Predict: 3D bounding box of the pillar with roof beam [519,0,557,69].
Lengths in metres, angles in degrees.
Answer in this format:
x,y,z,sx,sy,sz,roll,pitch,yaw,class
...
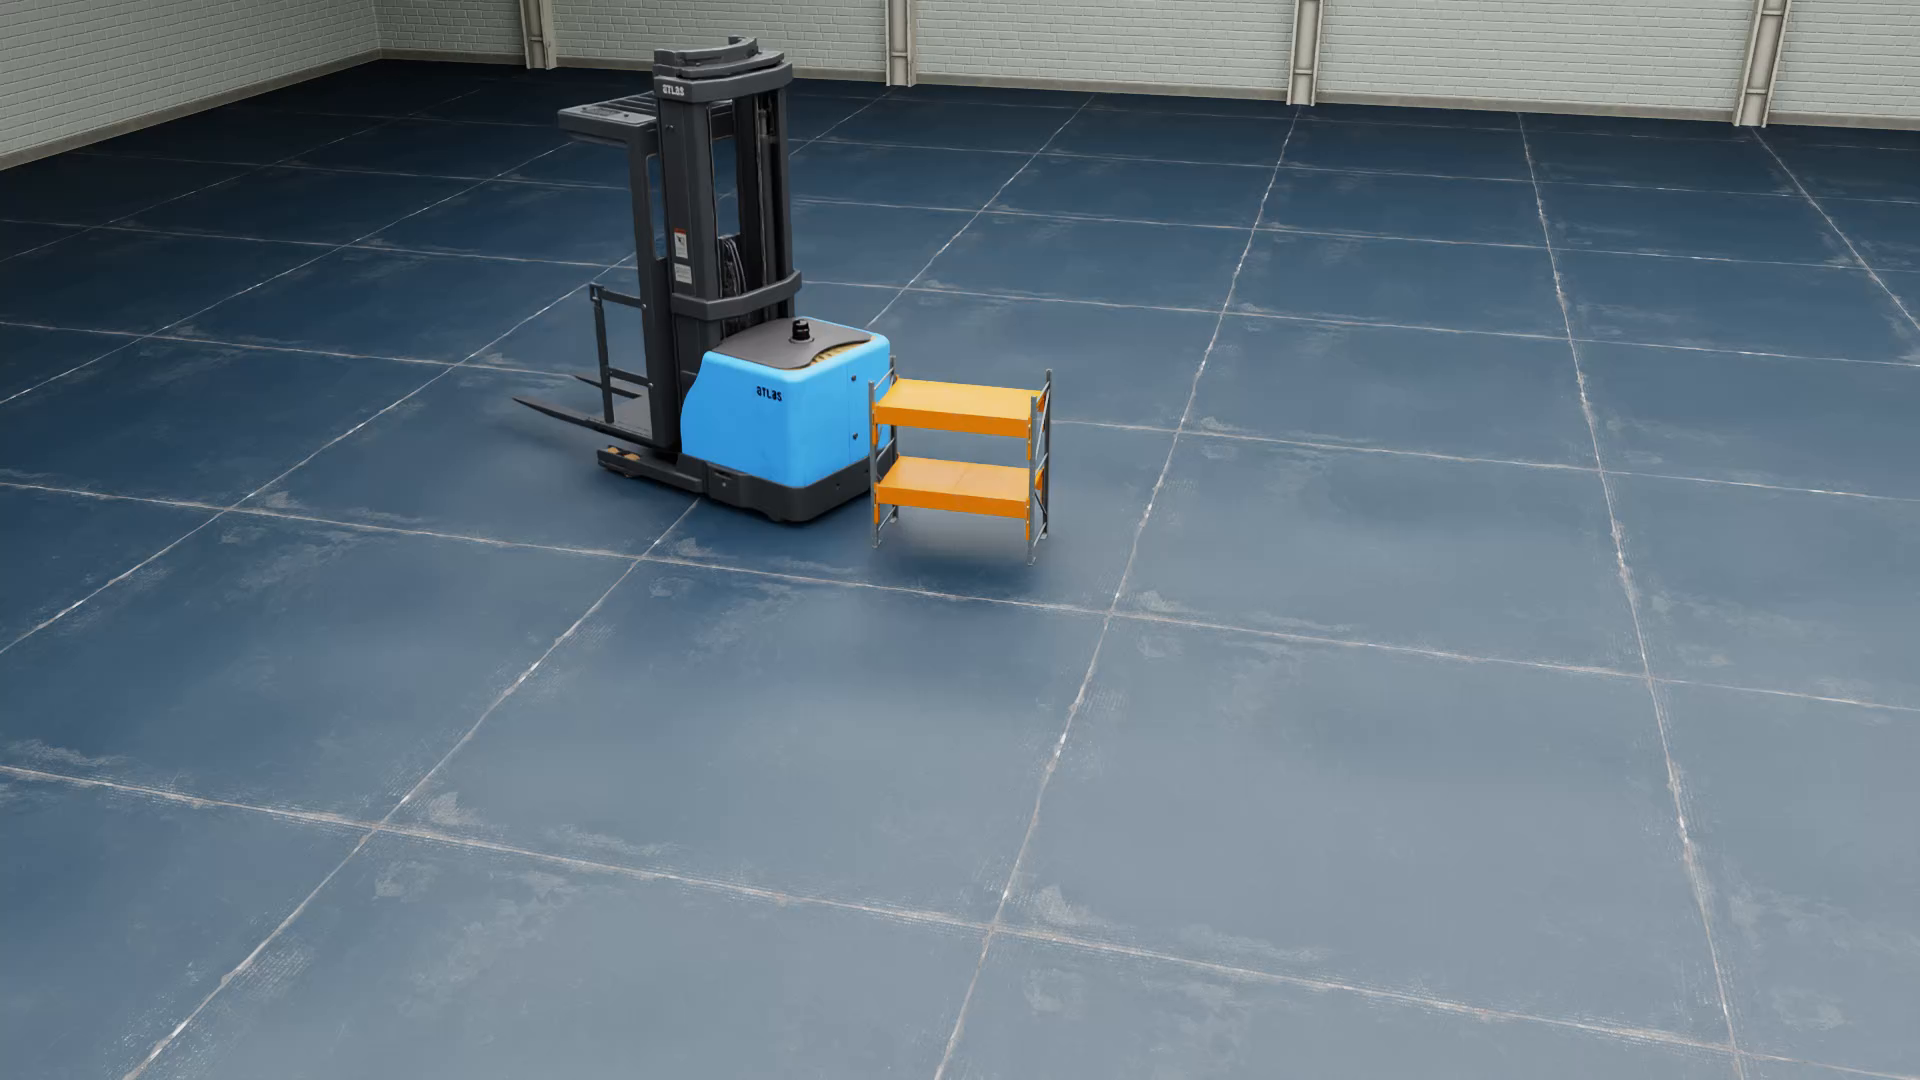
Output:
x,y,z,sx,sy,sz,roll,pitch,yaw,class
-7.776,-9.855,20.981,0.400,9.000,9.100,6,26,13,pillar with roof beam

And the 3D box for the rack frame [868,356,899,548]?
x,y,z,sx,sy,sz,roll,pitch,yaw,class
-0.486,-0.562,10.621,0.032,1.125,0.500,6,26,13,rack frame

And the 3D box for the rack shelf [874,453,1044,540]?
x,y,z,sx,sy,sz,roll,pitch,yaw,class
0.007,-0.286,10.612,1.000,0.278,0.538,6,26,13,rack shelf

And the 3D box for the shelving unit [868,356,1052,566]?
x,y,z,sx,sy,sz,roll,pitch,yaw,class
0.007,-0.507,10.507,1.048,1.125,0.538,6,26,13,shelving unit

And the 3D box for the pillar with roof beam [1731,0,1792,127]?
x,y,z,sx,sy,sz,roll,pitch,yaw,class
9.657,-7.928,16.933,0.400,9.000,9.100,6,26,13,pillar with roof beam

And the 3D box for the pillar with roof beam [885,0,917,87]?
x,y,z,sx,sy,sz,roll,pitch,yaw,class
-1.965,-9.212,19.632,0.400,9.000,9.100,6,26,13,pillar with roof beam

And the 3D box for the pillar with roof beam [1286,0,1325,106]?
x,y,z,sx,sy,sz,roll,pitch,yaw,class
3.846,-8.570,18.282,0.400,9.000,9.100,6,26,13,pillar with roof beam

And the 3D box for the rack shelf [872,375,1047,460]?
x,y,z,sx,sy,sz,roll,pitch,yaw,class
0.007,-0.771,10.381,1.000,0.278,0.538,6,26,13,rack shelf

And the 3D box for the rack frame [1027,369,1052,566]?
x,y,z,sx,sy,sz,roll,pitch,yaw,class
0.499,-0.453,10.392,0.032,1.125,0.500,6,26,13,rack frame

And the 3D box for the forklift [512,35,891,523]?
x,y,z,sx,sy,sz,roll,pitch,yaw,class
-1.946,-1.925,11.384,3.031,2.935,1.130,17,31,32,forklift
